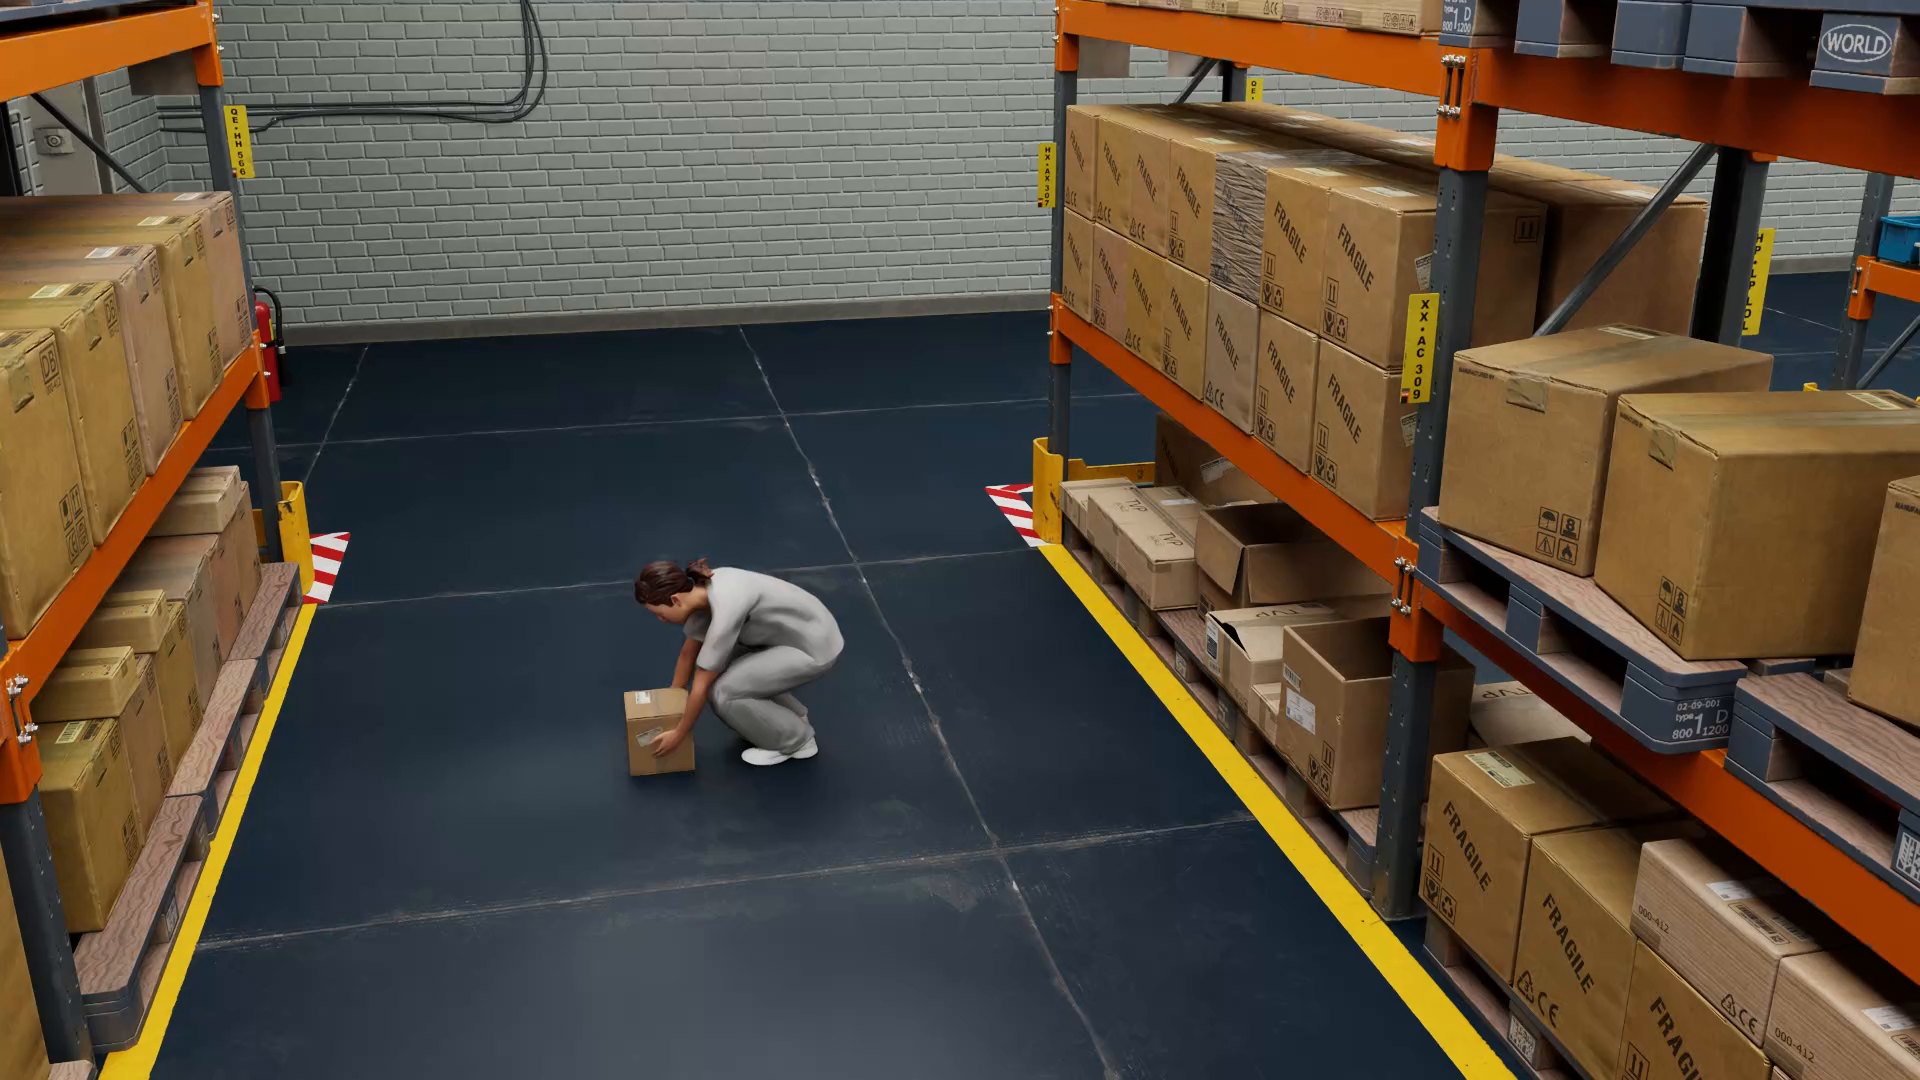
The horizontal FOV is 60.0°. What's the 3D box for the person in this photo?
[{"bbox_3d":[-0.856,0.448,6.537,0.801,0.859,0.484,-5,20,-13],"label":"person"}]
